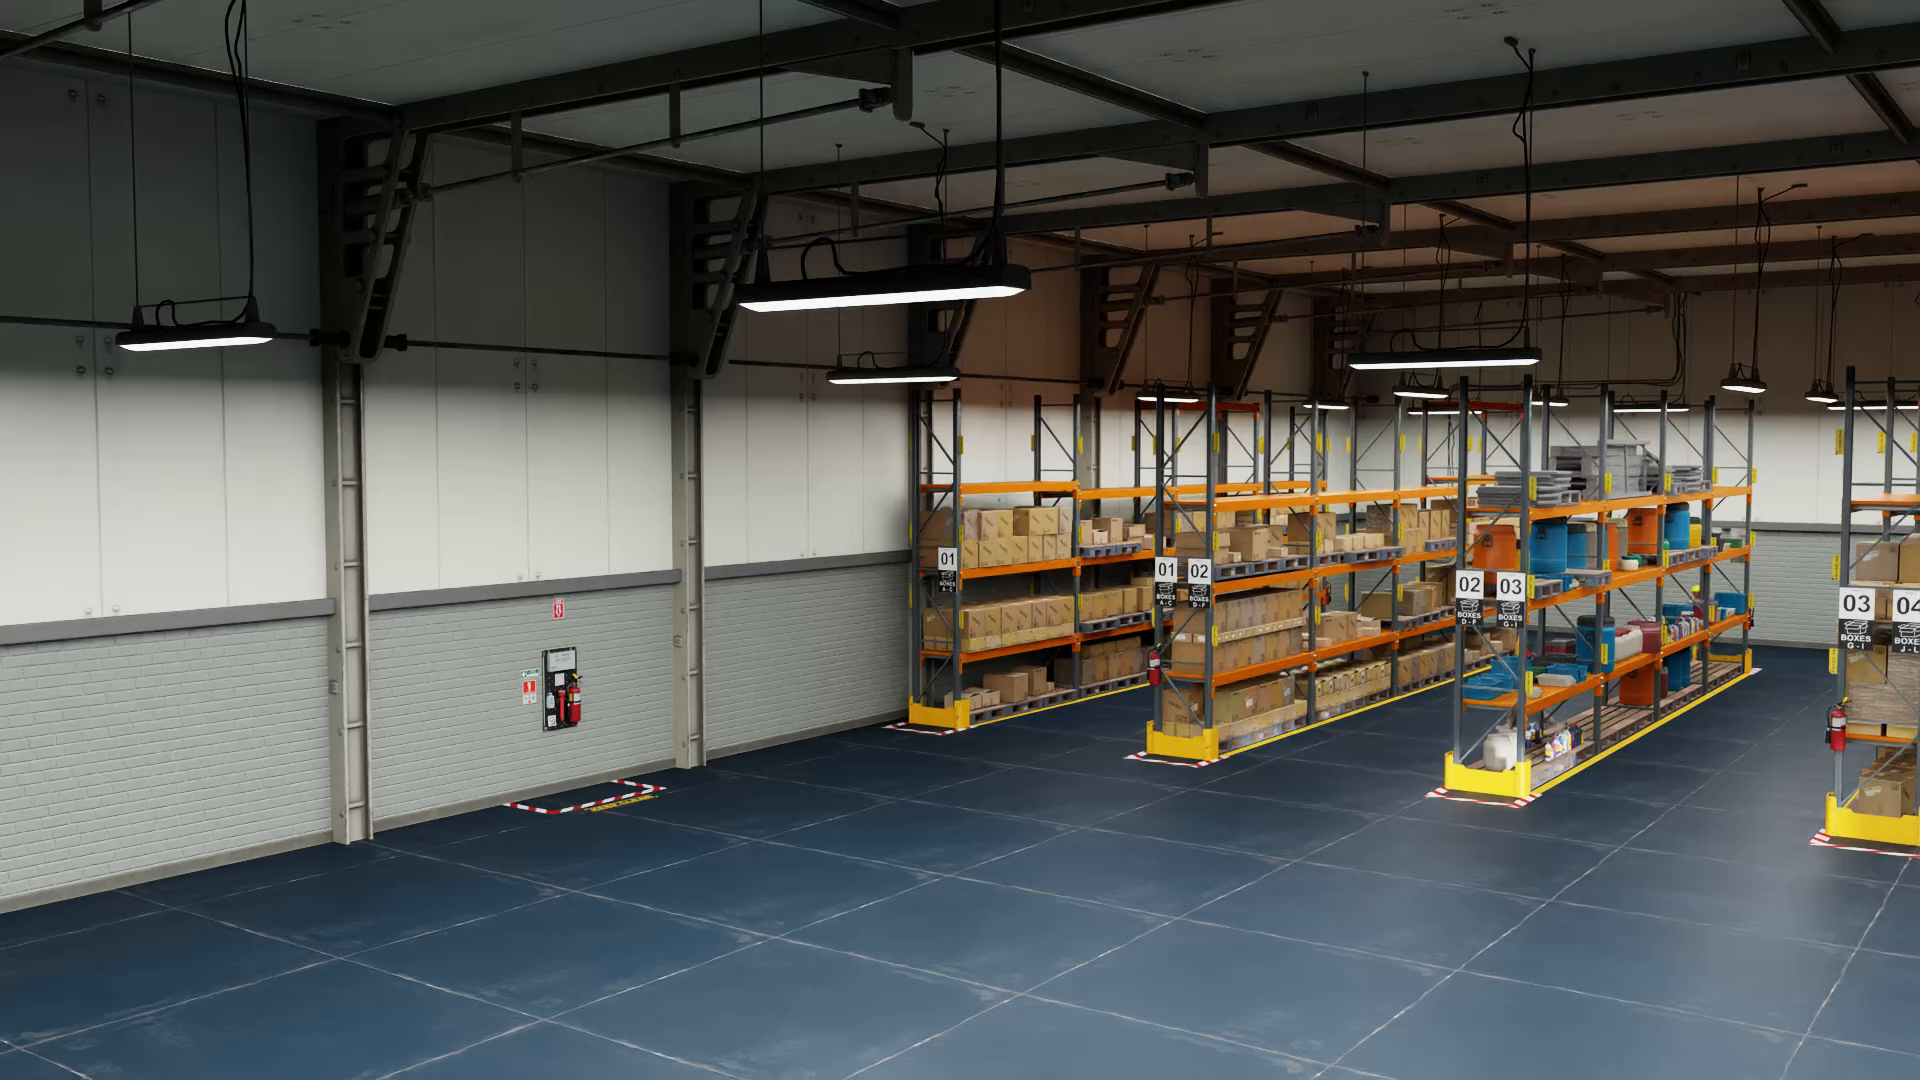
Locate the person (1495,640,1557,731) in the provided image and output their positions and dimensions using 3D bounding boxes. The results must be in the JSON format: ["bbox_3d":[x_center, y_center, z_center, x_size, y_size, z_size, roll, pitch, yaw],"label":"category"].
[{"bbox_3d":[9.689,2.537,28.557,0.524,1.663,1.078,-3,4,-43],"label":"person"}]

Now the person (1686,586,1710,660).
[{"bbox_3d":[17.238,1.918,38.907,1.093,1.716,0.590,-2,4,-26],"label":"person"}]
